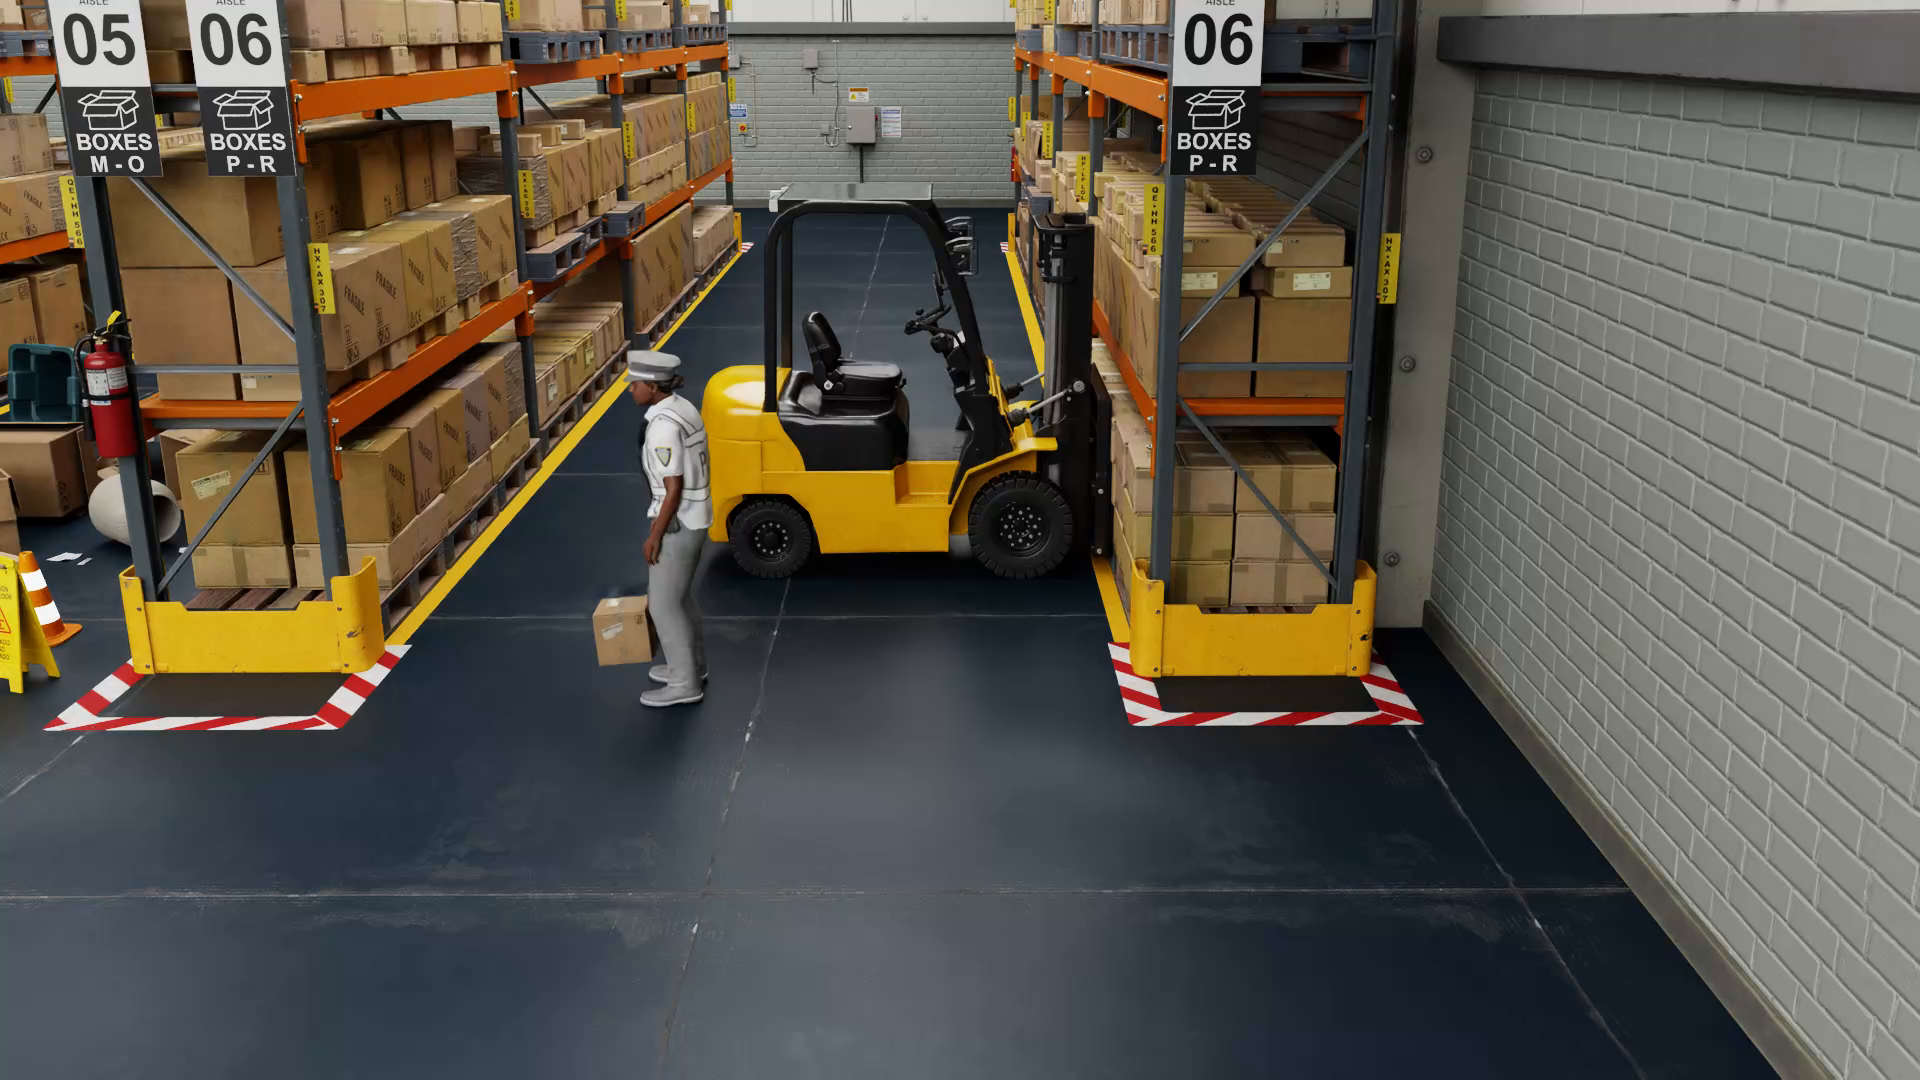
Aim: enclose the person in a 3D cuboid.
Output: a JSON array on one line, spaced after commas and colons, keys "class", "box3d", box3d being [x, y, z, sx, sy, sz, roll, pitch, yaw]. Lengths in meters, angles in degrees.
[{"class": "person", "box3d": [-1.334, -0.064, 7.742, 0.374, 1.665, 0.498, -1, 17, -2]}]
